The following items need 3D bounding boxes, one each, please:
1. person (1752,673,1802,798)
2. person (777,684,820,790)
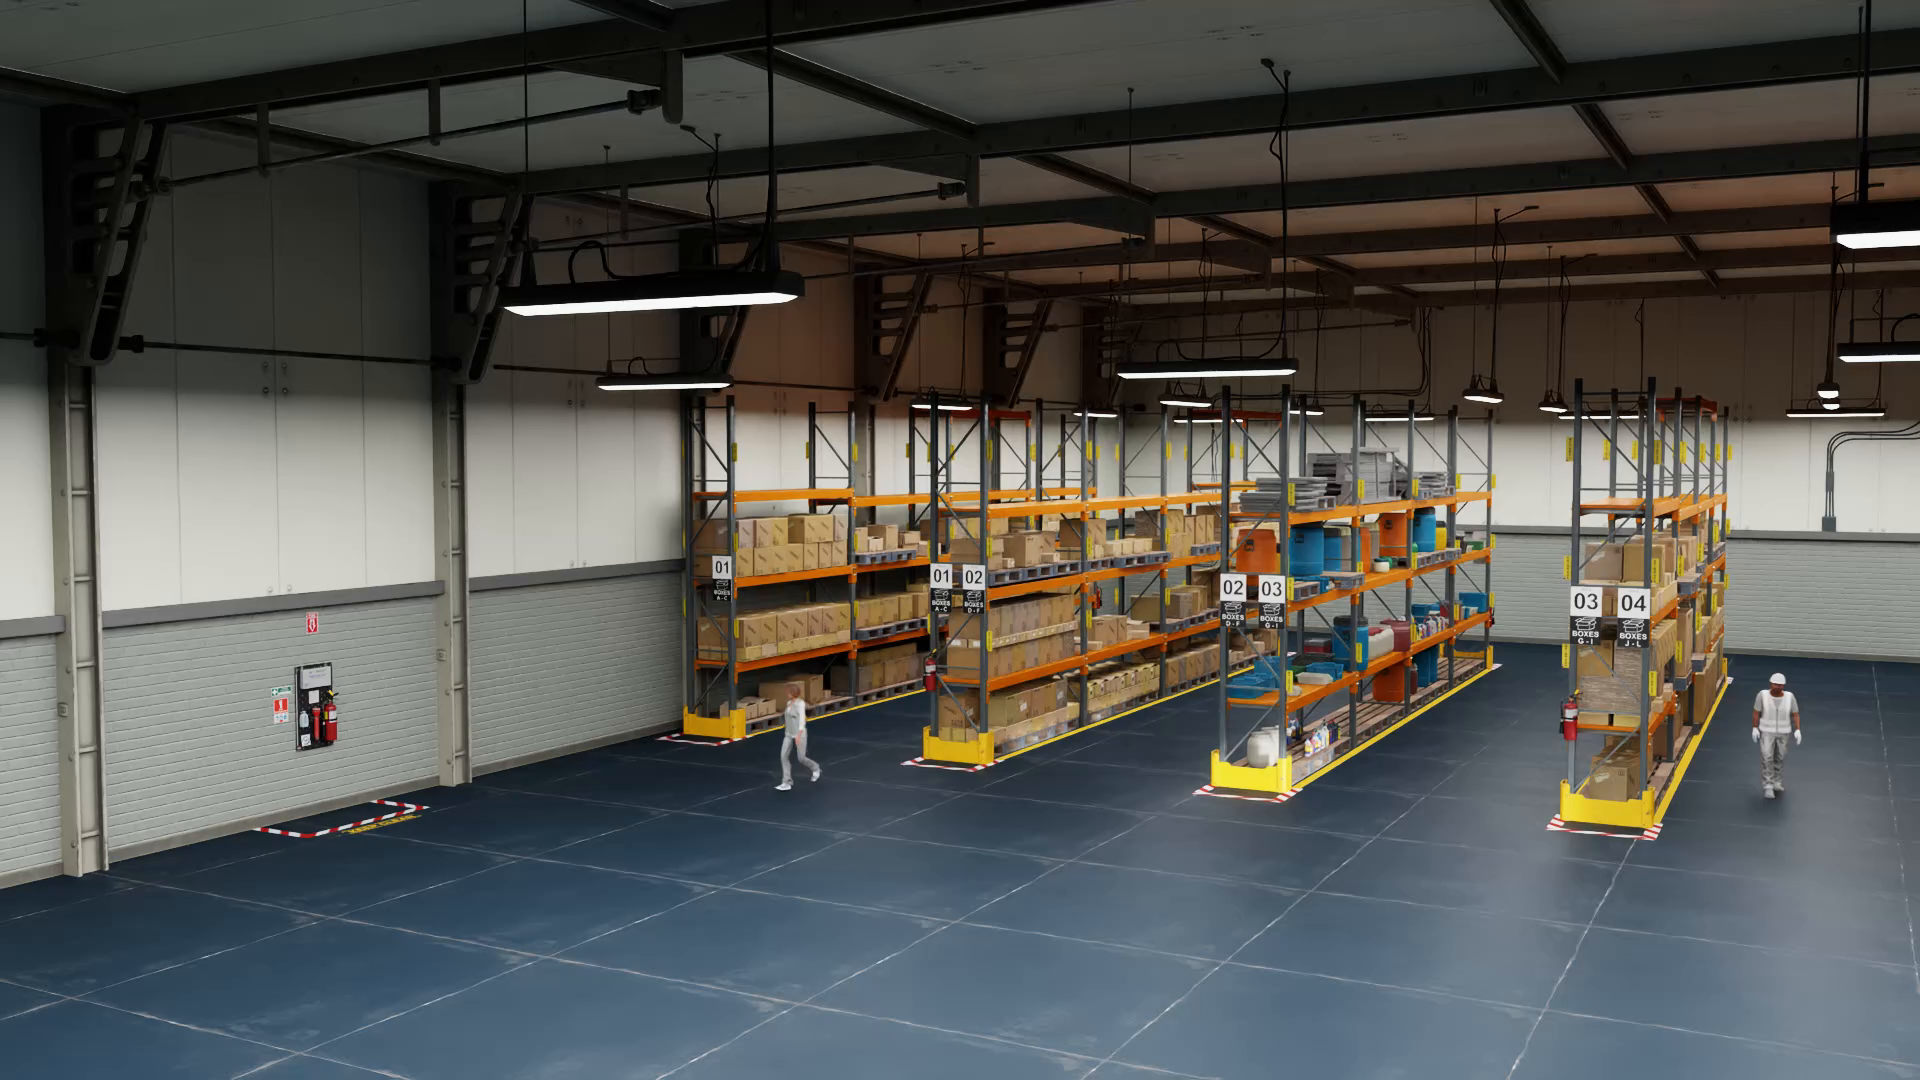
[{"bbox_3d":[11.940,2.834,24.311,0.614,1.786,0.712,1,3,16],"label":"person"},{"bbox_3d":[-2.443,2.914,24.743,0.419,1.535,0.801,2,4,39],"label":"person"}]
